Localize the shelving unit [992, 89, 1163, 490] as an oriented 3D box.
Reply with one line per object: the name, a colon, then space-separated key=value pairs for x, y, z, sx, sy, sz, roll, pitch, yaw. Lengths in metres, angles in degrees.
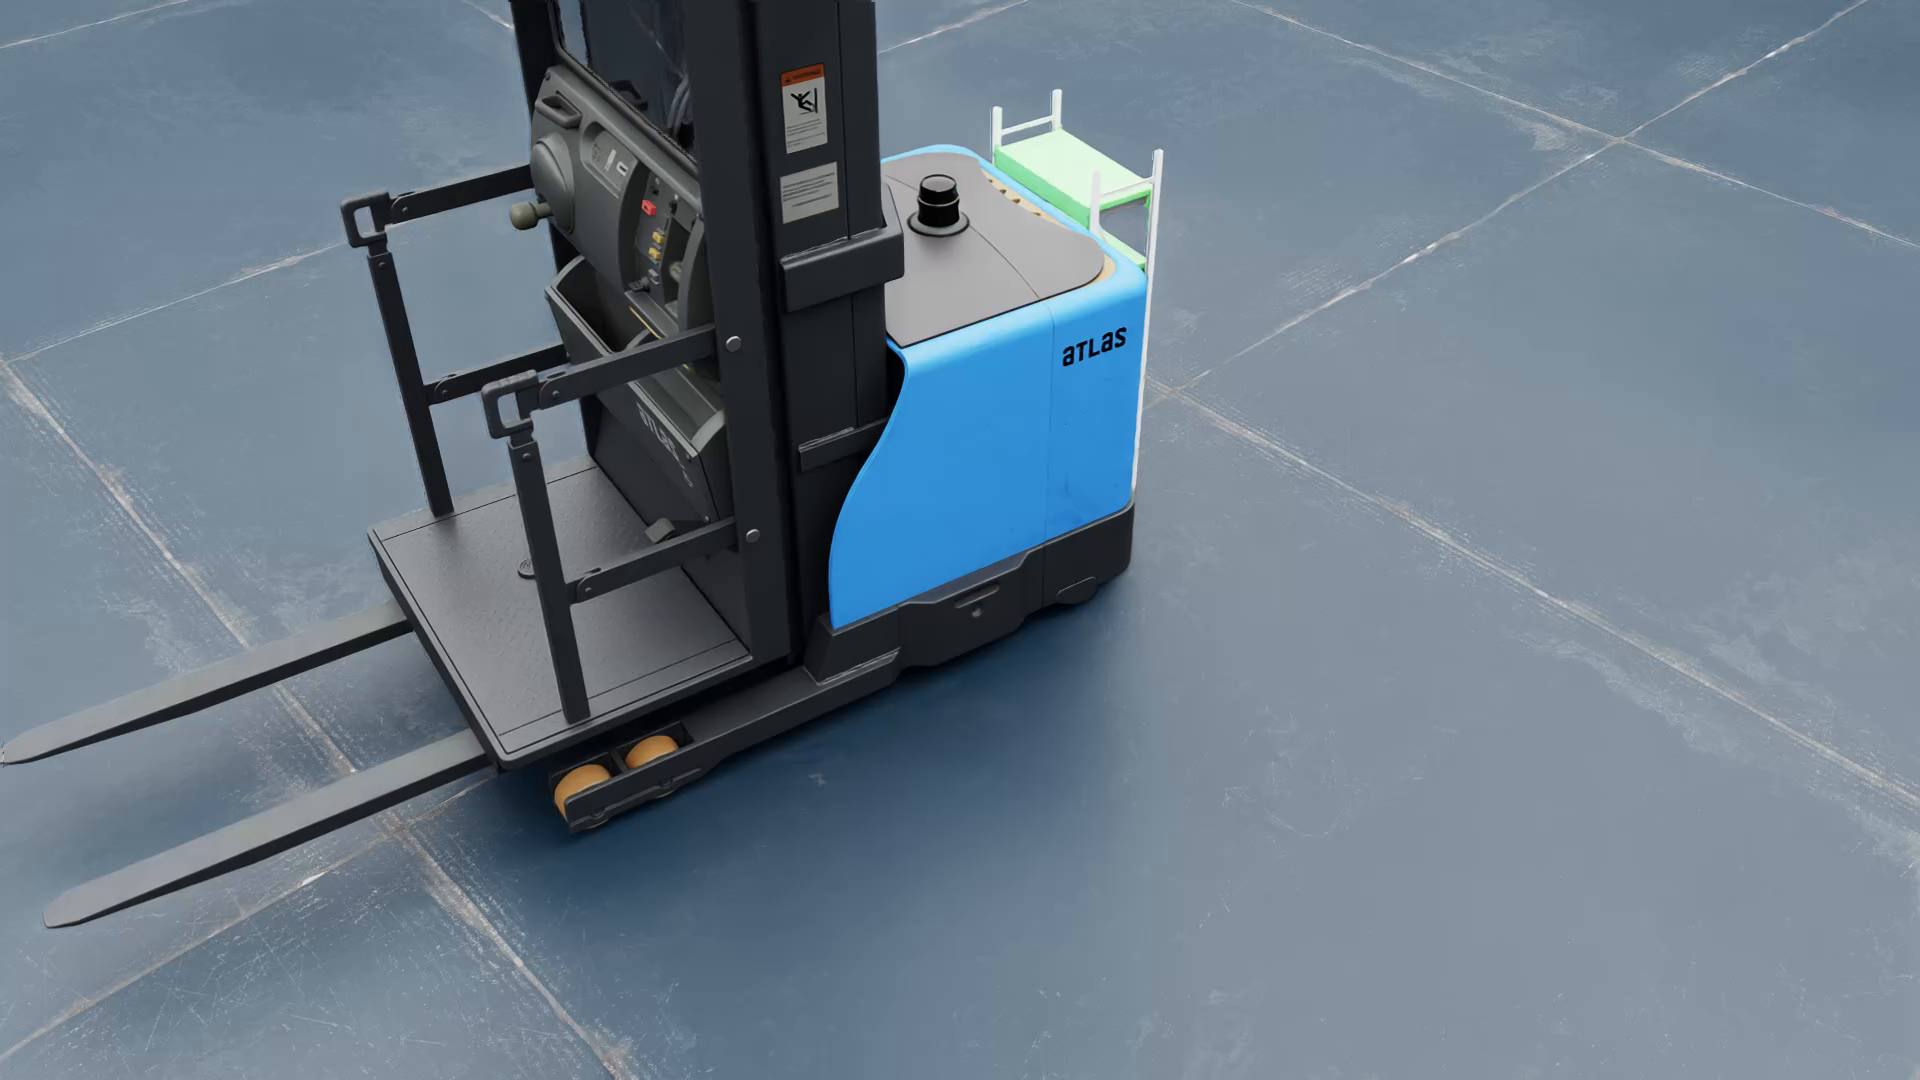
shelving unit: x=0.337 y=-0.723 z=5.190 sx=0.258 sy=1.200 sz=0.503 roll=-23 pitch=44 yaw=-25

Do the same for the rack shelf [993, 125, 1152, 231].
rack shelf: x=0.337 y=-1.046 z=4.928 sx=0.258 sy=0.148 sz=0.480 roll=-23 pitch=44 yaw=-25

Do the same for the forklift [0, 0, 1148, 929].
forklift: x=-0.996 y=-0.772 z=3.873 sx=3.031 sy=2.935 sz=1.130 roll=-22 pitch=44 yaw=-25

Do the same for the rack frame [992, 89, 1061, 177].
rack frame: x=0.202 y=-0.851 z=5.348 sx=0.240 sy=1.200 sz=0.015 roll=-23 pitch=44 yaw=-25

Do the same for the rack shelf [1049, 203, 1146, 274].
rack shelf: x=0.337 y=-0.860 z=5.079 sx=0.258 sy=0.148 sz=0.480 roll=-23 pitch=44 yaw=-25

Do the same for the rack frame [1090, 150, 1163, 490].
rack frame: x=0.471 y=-0.595 z=5.031 sx=0.240 sy=1.200 sz=0.015 roll=-23 pitch=44 yaw=-25
